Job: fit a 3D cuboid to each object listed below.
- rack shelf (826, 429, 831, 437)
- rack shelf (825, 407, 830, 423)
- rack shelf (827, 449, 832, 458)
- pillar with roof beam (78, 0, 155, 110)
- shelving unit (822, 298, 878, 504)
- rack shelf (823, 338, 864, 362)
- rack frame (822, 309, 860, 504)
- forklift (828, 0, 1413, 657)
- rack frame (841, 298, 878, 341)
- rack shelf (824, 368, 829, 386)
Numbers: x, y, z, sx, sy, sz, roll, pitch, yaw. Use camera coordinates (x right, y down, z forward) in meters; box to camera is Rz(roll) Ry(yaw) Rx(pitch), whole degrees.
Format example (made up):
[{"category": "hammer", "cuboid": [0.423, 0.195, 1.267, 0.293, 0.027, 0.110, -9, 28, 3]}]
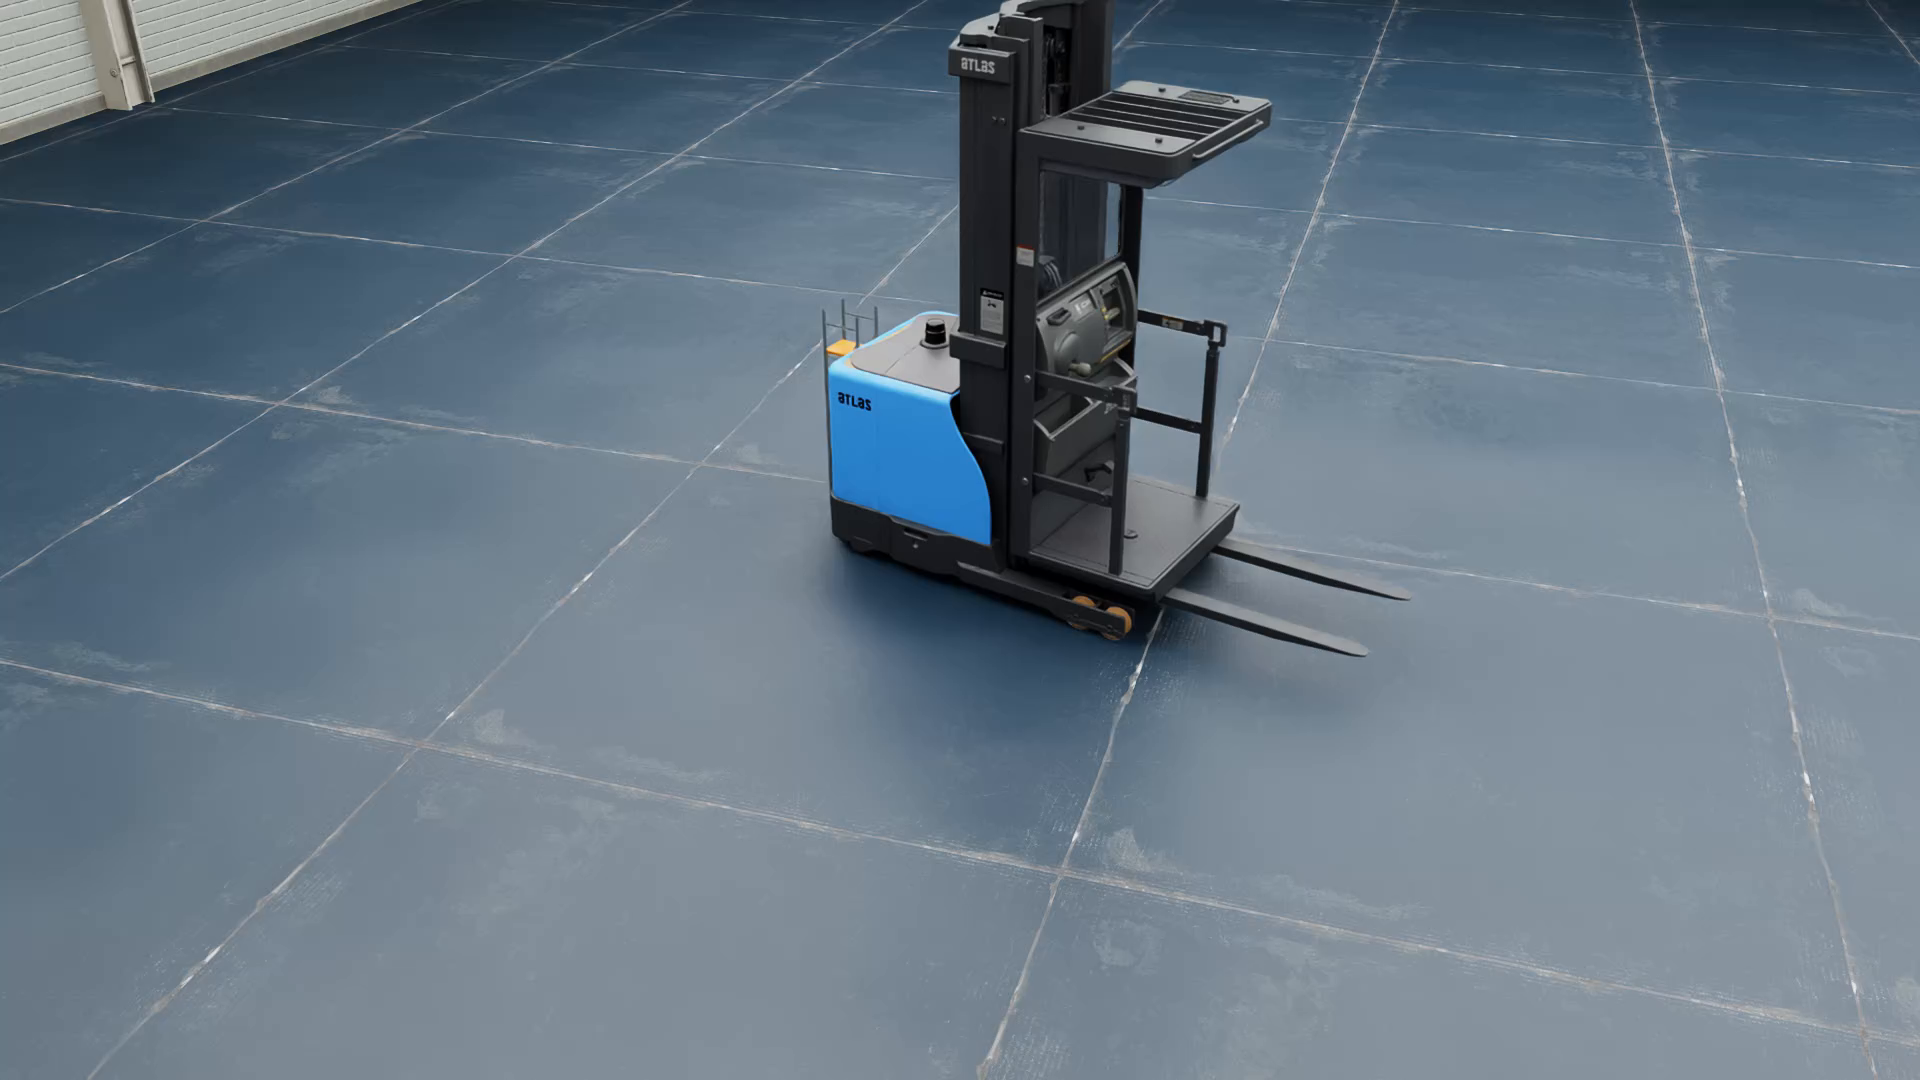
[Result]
[{"category": "rack shelf", "cuboid": [-0.601, -0.597, 9.427, 0.258, 0.103, 0.180, 16, 33, 27]}, {"category": "rack shelf", "cuboid": [-0.601, -0.702, 9.369, 0.258, 0.103, 0.180, 16, 33, 27]}, {"category": "rack shelf", "cuboid": [-0.601, -0.492, 9.486, 0.258, 0.103, 0.180, 16, 33, 27]}, {"category": "pillar with roof beam", "cuboid": [-4.603, -7.893, 14.181, 9.100, 9.000, 0.400, 8, 30, 15]}, {"category": "shelving unit", "cuboid": [-0.601, -0.741, 9.347, 0.258, 1.200, 0.189, 16, 33, 27]}, {"category": "rack shelf", "cuboid": [-0.601, -1.016, 9.194, 0.258, 0.103, 0.180, 16, 33, 27]}, {"category": "rack frame", "cuboid": [-0.648, -0.703, 9.279, 0.240, 1.200, 0.006, 16, 33, 27]}, {"category": "forklift", "cuboid": [0.809, -1.072, 8.163, 3.031, 2.935, 1.130, 17, 33, 28]}, {"category": "rack frame", "cuboid": [-0.553, -0.779, 9.416, 0.240, 1.200, 0.006, 16, 33, 27]}, {"category": "rack shelf", "cuboid": [-0.601, -0.912, 9.252, 0.258, 0.103, 0.180, 16, 33, 27]}]
